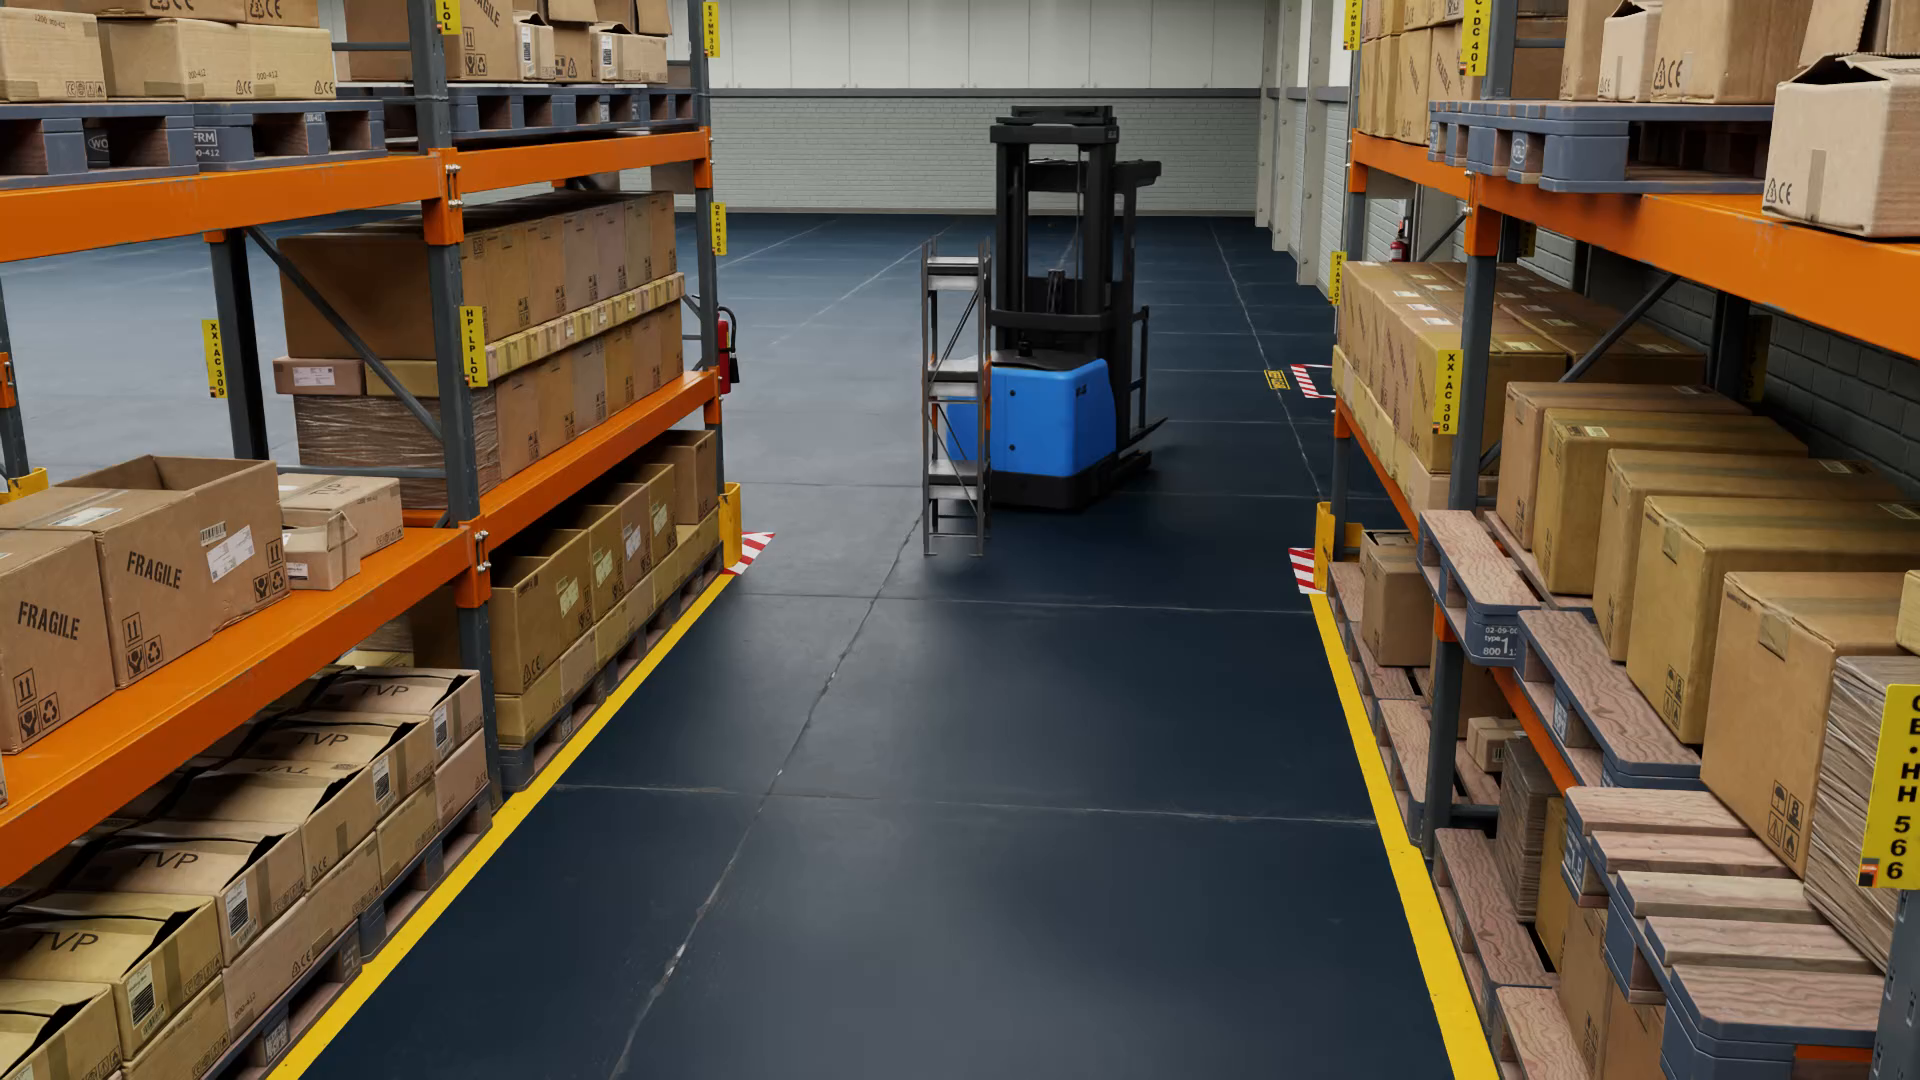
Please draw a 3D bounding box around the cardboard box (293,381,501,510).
[{"bbox_3d":[-2.474,-0.441,7.355,0.700,0.500,0.500,1,15,5],"label":"cardboard box"}]

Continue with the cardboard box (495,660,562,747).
[{"bbox_3d":[-2.164,0.736,7.658,0.500,0.250,0.500,2,15,6],"label":"cardboard box"}]

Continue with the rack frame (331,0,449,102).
[{"bbox_3d":[-2.518,-3.174,6.159,1.000,3.000,0.127,2,15,6],"label":"rack frame"}]

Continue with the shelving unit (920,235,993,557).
[{"bbox_3d":[-0.019,-0.971,11.229,0.431,2.100,0.503,2,15,6],"label":"shelving unit"}]

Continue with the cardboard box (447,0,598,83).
[{"bbox_3d":[-2.207,-2.469,8.030,0.797,0.503,0.637,3,16,12],"label":"cardboard box"}]

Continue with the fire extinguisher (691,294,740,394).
[{"bbox_3d":[-1.592,-1.295,10.852,0.296,0.674,0.183,2,15,6],"label":"fire extinguisher"}]

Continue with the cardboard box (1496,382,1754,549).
[{"bbox_3d":[2.313,-0.262,5.851,0.700,0.500,0.500,2,15,6],"label":"cardboard box"}]

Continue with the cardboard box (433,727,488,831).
[{"bbox_3d":[-2.277,0.963,6.817,0.500,0.250,0.500,2,15,6],"label":"cardboard box"}]

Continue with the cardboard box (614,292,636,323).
[{"bbox_3d":[-2.037,-1.304,9.304,0.380,0.149,0.250,2,15,8],"label":"cardboard box"}]

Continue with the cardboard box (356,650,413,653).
[{"bbox_3d":[-2.617,0.591,8.193,0.500,0.250,0.500,2,15,6],"label":"cardboard box"}]

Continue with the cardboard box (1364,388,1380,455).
[{"bbox_3d":[2.318,-0.592,8.354,0.500,0.250,0.500,2,15,7],"label":"cardboard box"}]

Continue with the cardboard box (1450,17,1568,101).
[{"bbox_3d":[2.216,-1.777,6.513,0.500,0.500,0.500,2,15,8],"label":"cardboard box"}]

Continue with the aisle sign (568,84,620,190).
[{"bbox_3d":[-2.364,-2.596,10.536,0.394,0.787,0.004,2,15,6],"label":"aisle sign"}]

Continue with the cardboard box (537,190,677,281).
[{"bbox_3d":[-2.138,-1.855,10.099,0.700,0.500,0.500,2,15,6],"label":"cardboard box"}]

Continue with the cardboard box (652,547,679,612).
[{"bbox_3d":[-1.933,0.217,9.576,0.500,0.250,0.500,2,15,6],"label":"cardboard box"}]

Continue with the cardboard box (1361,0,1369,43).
[{"bbox_3d":[2.571,-3.066,9.362,0.500,0.500,0.500,1,15,2],"label":"cardboard box"}]

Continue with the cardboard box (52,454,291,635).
[{"bbox_3d":[-2.680,0.009,5.689,0.500,0.500,0.500,3,15,10],"label":"cardboard box"}]

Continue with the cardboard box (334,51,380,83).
[{"bbox_3d":[-2.654,-2.196,7.697,0.380,0.149,0.250,2,15,6],"label":"cardboard box"}]

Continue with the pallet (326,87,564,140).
[{"bbox_3d":[-2.448,-1.905,7.383,1.003,0.211,1.213,2,15,6],"label":"pallet"}]

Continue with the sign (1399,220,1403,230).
[{"bbox_3d":[4.795,-3.317,18.113,0.001,0.329,0.234,2,15,6],"label":"sign"}]

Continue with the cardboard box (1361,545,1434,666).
[{"bbox_3d":[2.492,0.338,8.613,0.700,0.500,0.500,1,15,3],"label":"cardboard box"}]

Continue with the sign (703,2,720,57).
[{"bbox_3d":[-1.529,-3.133,10.210,0.100,0.325,0.005,2,15,6],"label":"sign"}]

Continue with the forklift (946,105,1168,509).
[{"bbox_3d":[0.940,-1.981,13.375,1.130,2.935,3.031,7,16,23],"label":"forklift"}]

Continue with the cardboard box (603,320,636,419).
[{"bbox_3d":[-2.248,-0.978,9.340,0.700,0.500,0.500,2,15,7],"label":"cardboard box"}]

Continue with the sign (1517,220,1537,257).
[{"bbox_3d":[3.405,-1.860,9.971,0.100,0.325,0.005,2,15,6],"label":"sign"}]

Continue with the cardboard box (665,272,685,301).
[{"bbox_3d":[-1.920,-1.572,10.294,0.380,0.149,0.250,1,15,5],"label":"cardboard box"}]

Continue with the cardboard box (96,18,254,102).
[{"bbox_3d":[-2.656,-1.554,5.398,0.500,0.250,0.500,0,15,1],"label":"cardboard box"}]

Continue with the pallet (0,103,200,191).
[{"bbox_3d":[-2.858,-1.066,4.472,1.003,0.211,1.213,2,15,9],"label":"pallet"}]

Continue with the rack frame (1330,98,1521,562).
[{"bbox_3d":[2.856,-1.170,10.243,1.000,3.000,0.127,2,15,6],"label":"rack frame"}]

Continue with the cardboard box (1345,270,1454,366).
[{"bbox_3d":[2.438,-1.226,9.264,0.500,0.500,0.500,2,15,6],"label":"cardboard box"}]

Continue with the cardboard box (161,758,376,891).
[{"bbox_3d":[-2.390,0.954,5.775,0.500,0.311,0.500,2,15,6],"label":"cardboard box"}]

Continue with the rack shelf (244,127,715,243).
[{"bbox_3d":[-2.292,-1.897,8.563,1.077,0.370,4.000,2,15,6],"label":"rack shelf"}]

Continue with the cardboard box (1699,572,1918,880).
[{"bbox_3d":[2.032,0.376,3.490,0.700,0.500,0.500,0,15,1],"label":"cardboard box"}]

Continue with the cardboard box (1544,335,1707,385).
[{"bbox_3d":[2.665,-0.548,6.753,0.500,0.500,0.500,1,15,5],"label":"cardboard box"}]

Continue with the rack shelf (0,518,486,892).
[{"bbox_3d":[-2.744,0.588,5.118,1.077,0.370,4.000,2,15,6],"label":"rack shelf"}]

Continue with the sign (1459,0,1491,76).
[{"bbox_3d":[1.864,-1.844,5.999,0.100,0.325,0.005,2,15,6],"label":"sign"}]

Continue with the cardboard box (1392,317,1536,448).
[{"bbox_3d":[2.201,-0.693,7.292,0.500,0.500,0.500,2,15,6],"label":"cardboard box"}]

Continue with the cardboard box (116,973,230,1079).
[{"bbox_3d":[-2.510,1.492,4.861,0.500,0.250,0.500,1,15,5],"label":"cardboard box"}]

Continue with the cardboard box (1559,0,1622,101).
[{"bbox_3d":[2.263,-1.692,5.431,0.500,0.500,0.500,4,16,14],"label":"cardboard box"}]

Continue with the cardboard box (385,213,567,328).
[{"bbox_3d":[-2.361,-1.328,8.151,0.700,0.500,0.500,2,15,6],"label":"cardboard box"}]

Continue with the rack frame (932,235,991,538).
[{"bbox_3d":[0.009,-1.034,11.463,0.400,2.100,0.015,2,15,6],"label":"rack frame"}]

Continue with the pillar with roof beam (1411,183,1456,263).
[{"bbox_3d":[0.036,-5.542,14.918,9.100,9.000,0.400,2,15,6],"label":"pillar with roof beam"}]

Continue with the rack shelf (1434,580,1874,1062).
[{"bbox_3d":[2.179,0.733,4.582,1.077,0.370,4.000,2,15,6],"label":"rack shelf"}]

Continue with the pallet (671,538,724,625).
[{"bbox_3d":[-2.111,0.231,10.405,1.003,0.211,1.213,2,15,6],"label":"pallet"}]

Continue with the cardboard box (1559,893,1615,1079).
[{"bbox_3d":[2.232,1.320,4.981,0.700,0.500,0.500,2,15,7],"label":"cardboard box"}]

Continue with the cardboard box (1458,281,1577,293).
[{"bbox_3d":[2.893,-1.076,8.709,0.500,0.500,0.500,1,15,5],"label":"cardboard box"}]

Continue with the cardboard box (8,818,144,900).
[{"bbox_3d":[-2.984,1.075,5.329,0.500,0.311,0.500,2,15,8],"label":"cardboard box"}]

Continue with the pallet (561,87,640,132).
[{"bbox_3d":[-2.307,-2.220,8.550,1.003,0.211,1.213,2,15,6],"label":"pallet"}]

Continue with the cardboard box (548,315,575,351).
[{"bbox_3d":[-2.154,-1.037,8.318,0.380,0.149,0.250,1,15,5],"label":"cardboard box"}]

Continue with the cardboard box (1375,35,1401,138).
[{"bbox_3d":[2.419,-2.324,8.532,0.500,0.500,0.500,2,15,9],"label":"cardboard box"}]

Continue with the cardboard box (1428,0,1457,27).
[{"bbox_3d":[2.243,-2.402,6.908,0.500,0.500,0.500,3,15,9],"label":"cardboard box"}]

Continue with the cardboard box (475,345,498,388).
[{"bbox_3d":[-2.267,-0.768,7.322,0.380,0.149,0.250,2,15,7],"label":"cardboard box"}]

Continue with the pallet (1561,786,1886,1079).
[{"bbox_3d":[1.928,0.809,3.290,1.213,0.211,1.003,2,15,6],"label":"pallet"}]

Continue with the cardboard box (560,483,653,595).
[{"bbox_3d":[-1.987,-0.015,8.998,0.500,0.500,0.500,2,15,6],"label":"cardboard box"}]
